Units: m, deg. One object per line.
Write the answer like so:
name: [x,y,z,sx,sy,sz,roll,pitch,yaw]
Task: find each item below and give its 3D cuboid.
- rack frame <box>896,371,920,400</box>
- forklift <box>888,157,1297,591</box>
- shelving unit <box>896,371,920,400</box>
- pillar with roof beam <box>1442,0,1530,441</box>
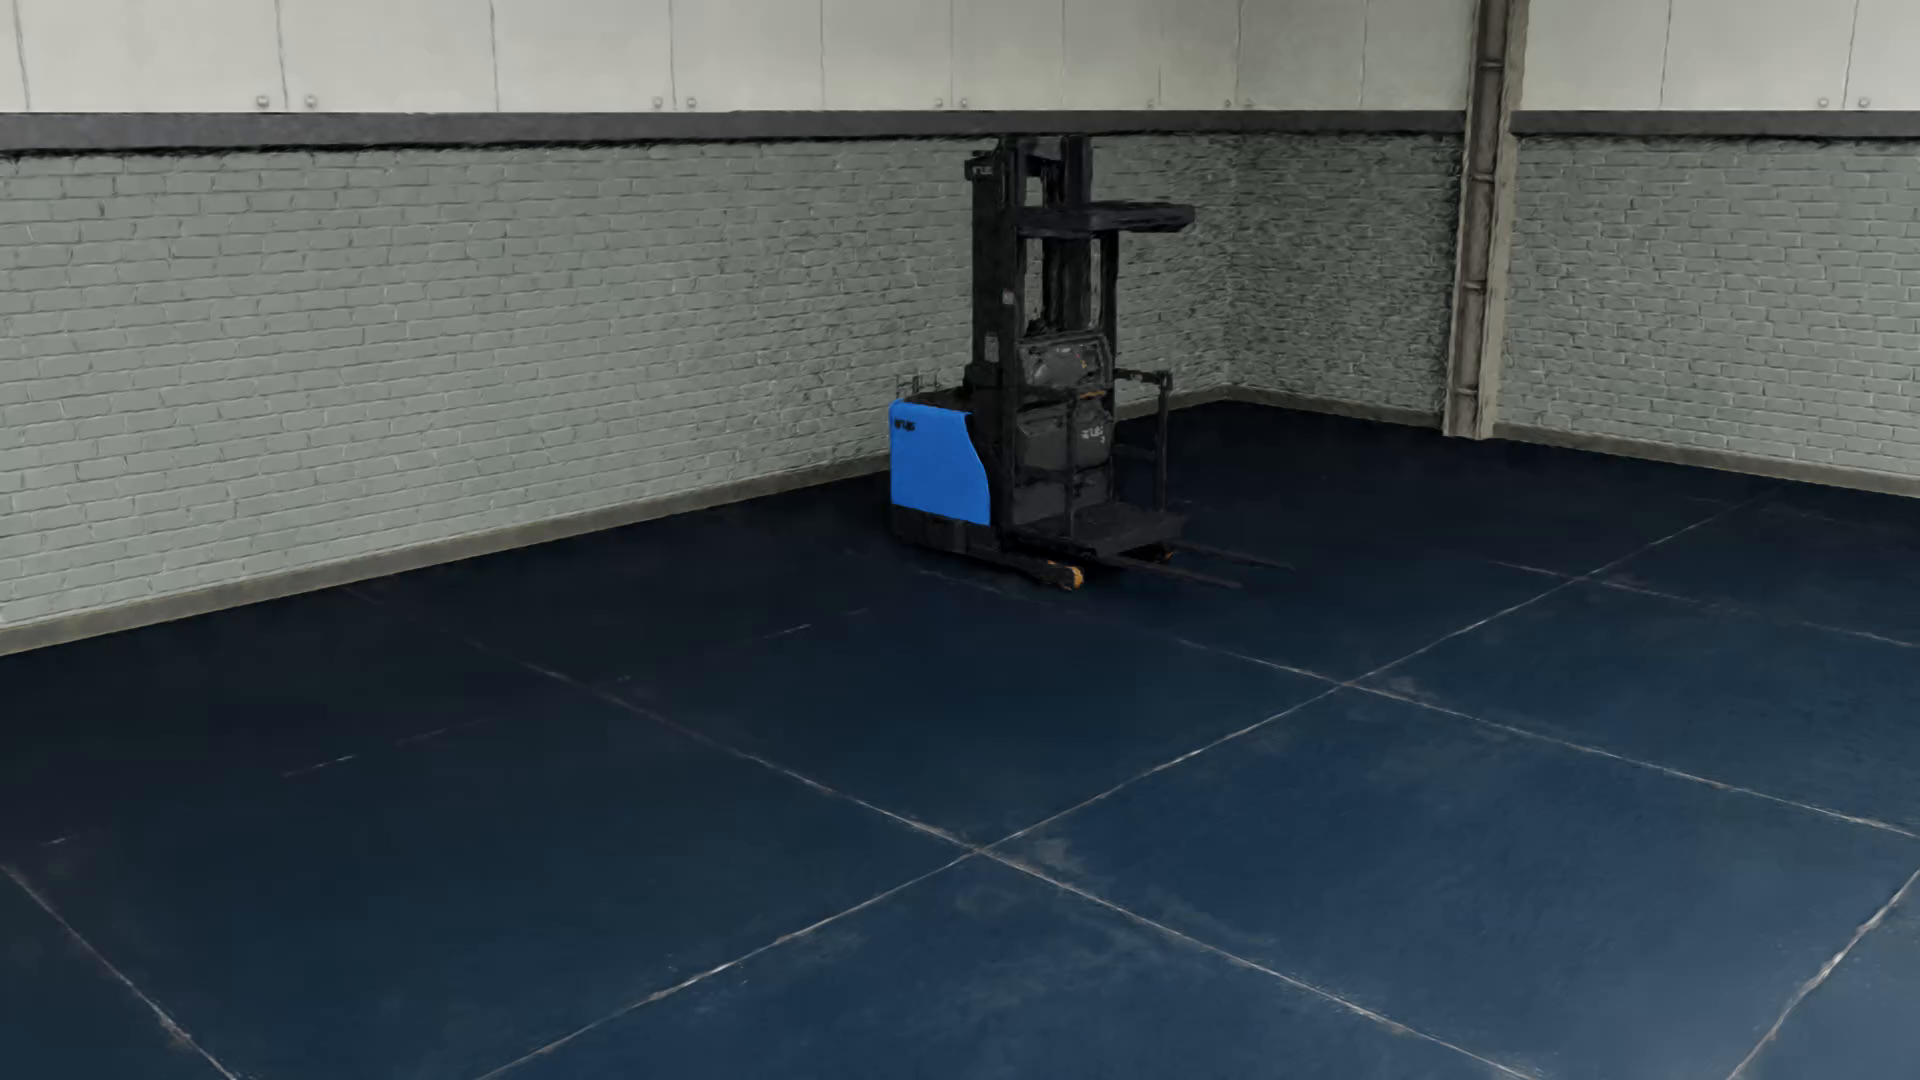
rack frame: [-0.392,-0.675,12.645,0.006,1.200,0.240,14,20,42]
forklift: [0.881,-1.161,11.343,3.031,2.797,1.129,14,20,42]
shelving unit: [-0.327,-0.660,12.585,0.184,1.200,0.258,14,20,42]
pillar with roof beam: [2.004,-4.593,12.211,0.400,9.000,9.100,14,20,42]
